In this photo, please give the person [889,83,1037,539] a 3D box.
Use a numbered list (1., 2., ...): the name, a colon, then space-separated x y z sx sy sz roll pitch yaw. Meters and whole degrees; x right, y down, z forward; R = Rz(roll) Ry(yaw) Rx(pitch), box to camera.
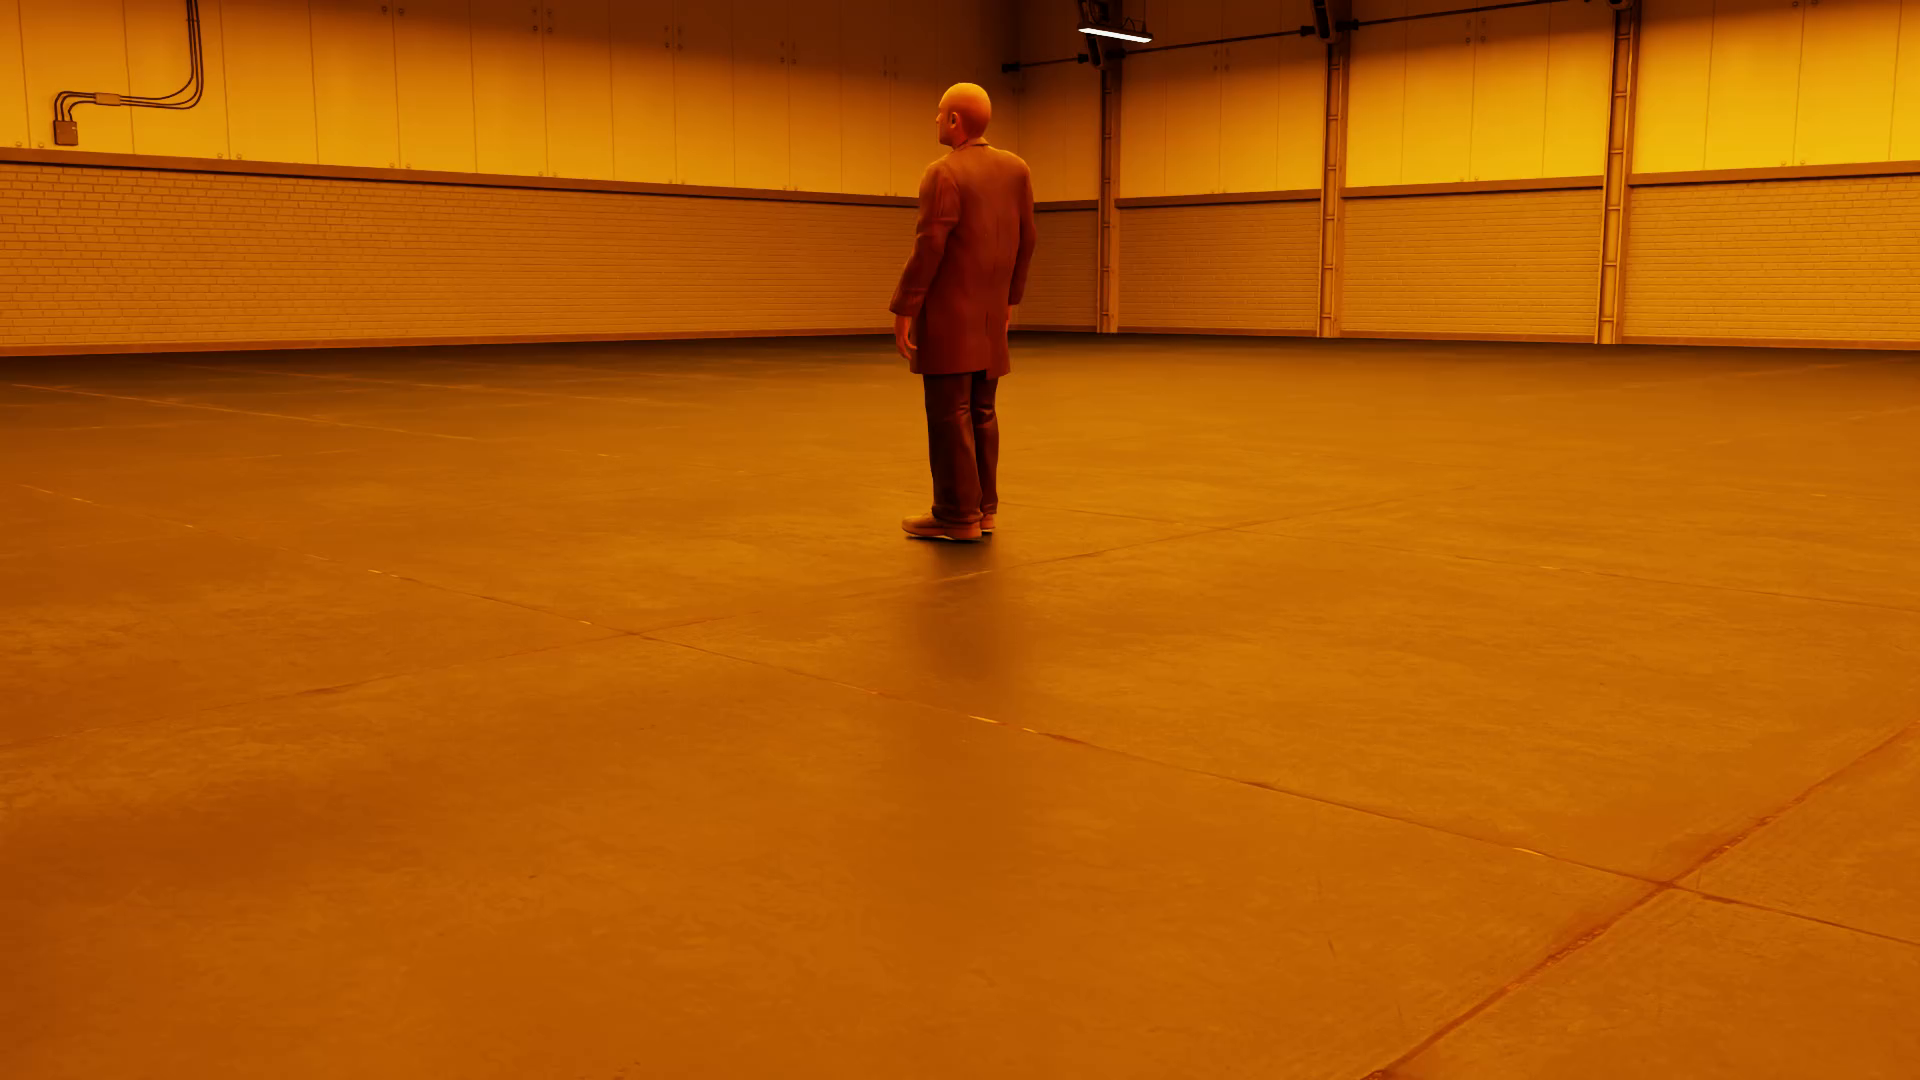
1. person: -0.062 -0.896 6.650 0.582 1.776 0.696 8 12 43
